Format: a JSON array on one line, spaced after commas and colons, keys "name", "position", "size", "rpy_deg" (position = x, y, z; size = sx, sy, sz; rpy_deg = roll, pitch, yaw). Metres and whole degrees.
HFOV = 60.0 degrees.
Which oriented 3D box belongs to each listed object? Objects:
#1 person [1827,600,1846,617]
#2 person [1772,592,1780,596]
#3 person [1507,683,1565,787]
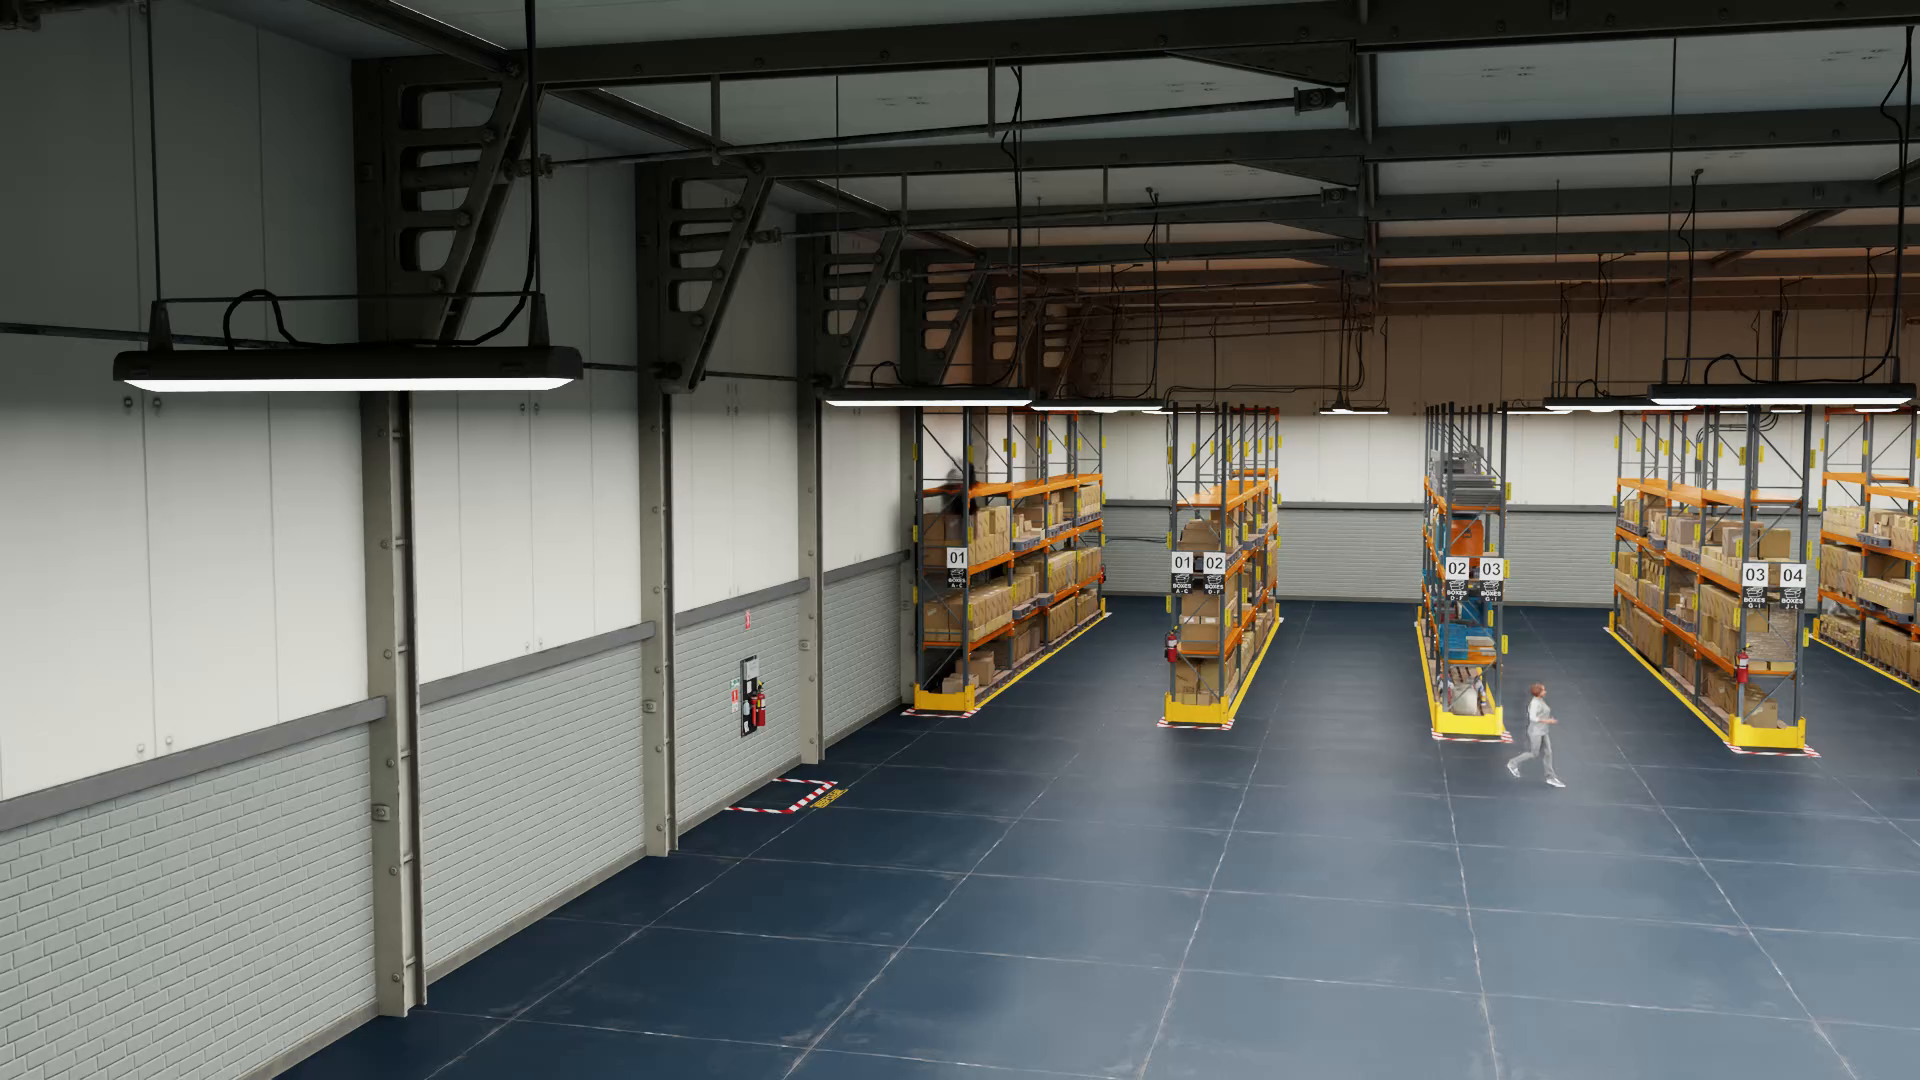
[{"name": "person", "position": [23.197, 1.576, 44.058], "size": [1.029, 1.731, 0.674], "rpy_deg": [1, 4, 14]}, {"name": "person", "position": [21.356, 1.617, 43.665], "size": [0.778, 1.752, 0.713], "rpy_deg": [-2, 5, -30]}, {"name": "person", "position": [8.947, 3.005, 25.801], "size": [0.877, 1.589, 0.538], "rpy_deg": [3, 5, 36]}]
